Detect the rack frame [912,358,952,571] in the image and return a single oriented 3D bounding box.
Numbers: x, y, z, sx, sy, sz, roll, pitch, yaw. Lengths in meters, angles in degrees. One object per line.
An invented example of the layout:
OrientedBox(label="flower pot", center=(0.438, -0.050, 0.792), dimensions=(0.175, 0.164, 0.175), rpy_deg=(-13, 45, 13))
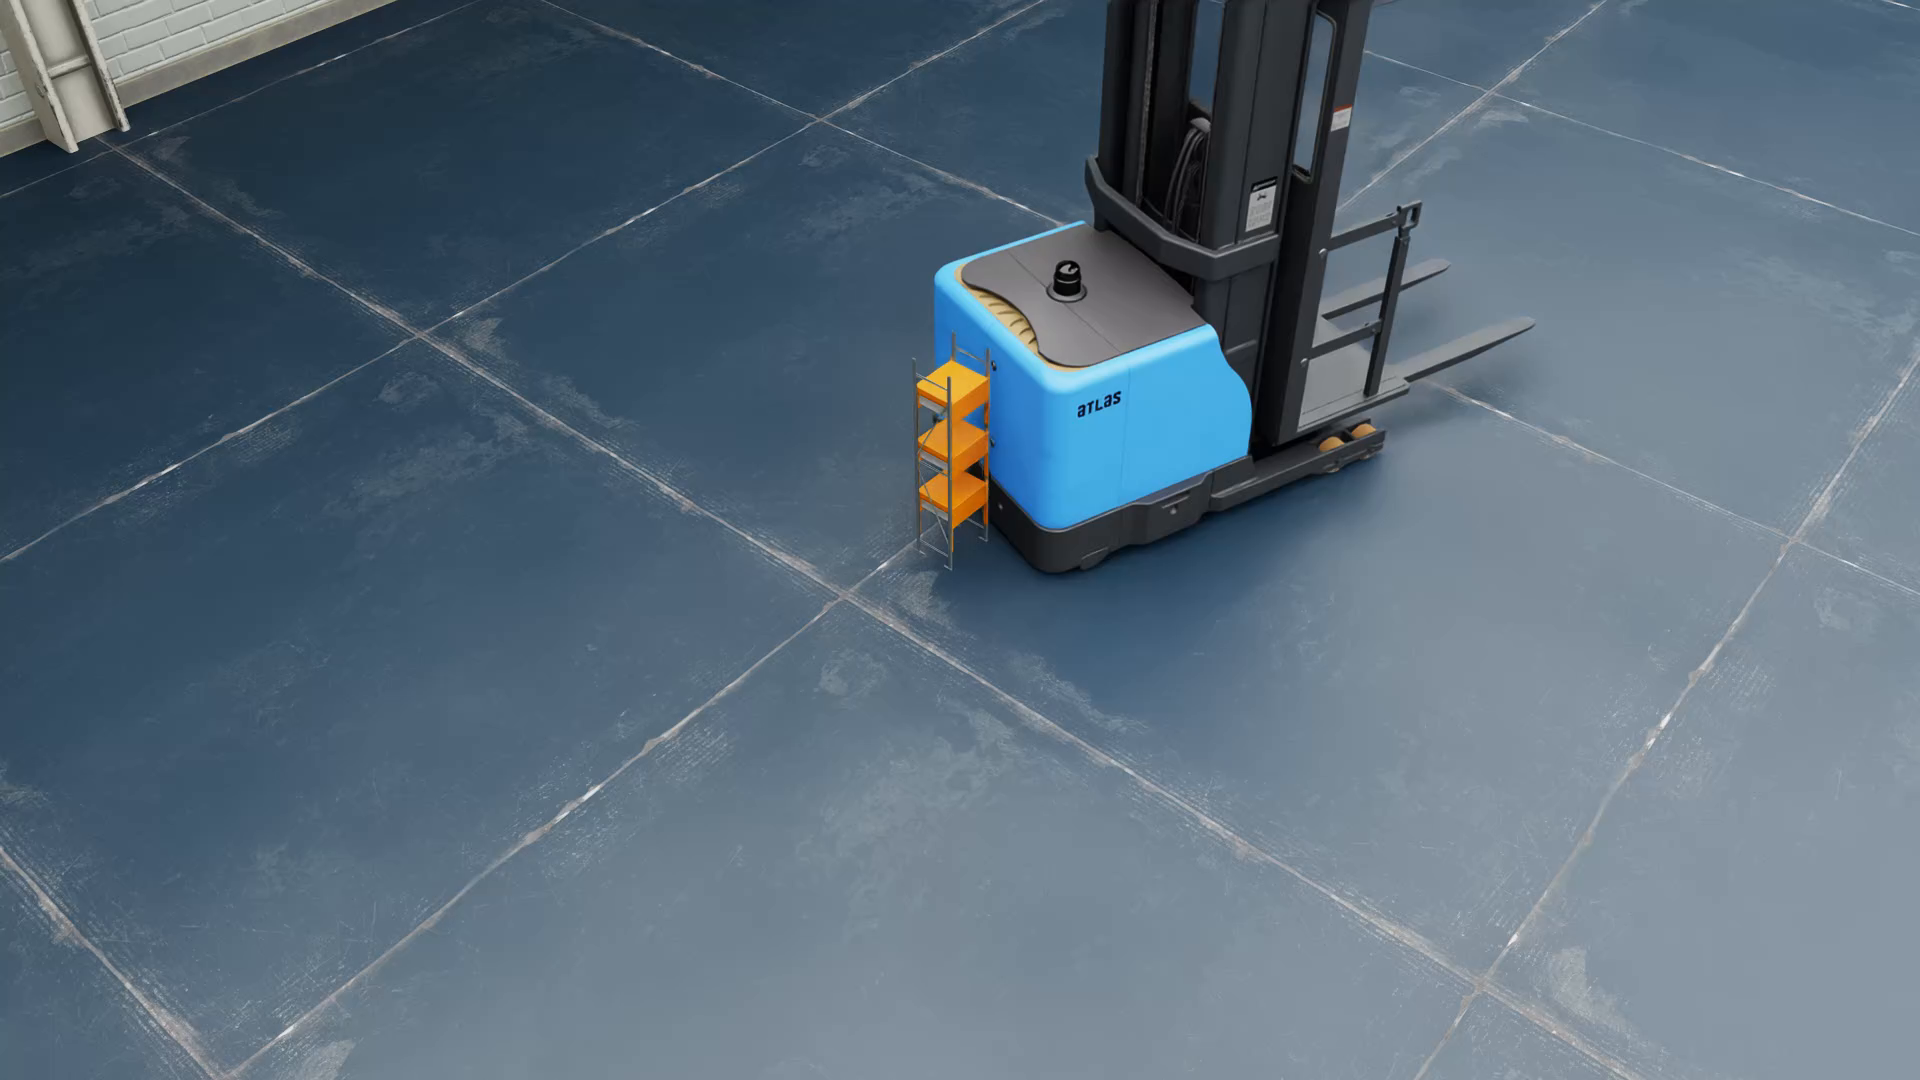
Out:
OrientedBox(label="rack frame", center=(-0.113, -0.298, 6.980), dimensions=(0.200, 1.050, 0.008), rpy_deg=(29, 50, 28))

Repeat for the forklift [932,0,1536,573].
OrientedBox(label="forklift", center=(1.406, -1.684, 7.106), dimensions=(3.031, 2.935, 1.130), rpy_deg=(-22, 47, -22))

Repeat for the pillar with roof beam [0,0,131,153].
OrientedBox(label="pillar with roof beam", center=(-2.040, -3.957, 5.095), dimensions=(9.100, 9.000, 0.400), rpy_deg=(29, 50, 28))

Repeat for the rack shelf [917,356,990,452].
OrientedBox(label="rack shelf", center=(-0.034, -0.563, 6.865), dimensions=(0.215, 0.259, 0.240), rpy_deg=(29, 50, 28))

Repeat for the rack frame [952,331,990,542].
OrientedBox(label="rack frame", center=(0.044, -0.424, 7.118), dimensions=(0.200, 1.050, 0.008), rpy_deg=(29, 50, 28))

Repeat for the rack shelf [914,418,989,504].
OrientedBox(label="rack shelf", center=(-0.034, -0.353, 7.056), dimensions=(0.215, 0.259, 0.240), rpy_deg=(29, 50, 28))

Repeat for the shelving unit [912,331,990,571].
OrientedBox(label="shelving unit", center=(-0.034, -0.361, 7.049), dimensions=(0.215, 1.050, 0.252), rpy_deg=(29, 50, 28))

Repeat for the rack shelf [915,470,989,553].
OrientedBox(label="rack shelf", center=(-0.034, -0.147, 7.243), dimensions=(0.215, 0.259, 0.240), rpy_deg=(29, 50, 28))
